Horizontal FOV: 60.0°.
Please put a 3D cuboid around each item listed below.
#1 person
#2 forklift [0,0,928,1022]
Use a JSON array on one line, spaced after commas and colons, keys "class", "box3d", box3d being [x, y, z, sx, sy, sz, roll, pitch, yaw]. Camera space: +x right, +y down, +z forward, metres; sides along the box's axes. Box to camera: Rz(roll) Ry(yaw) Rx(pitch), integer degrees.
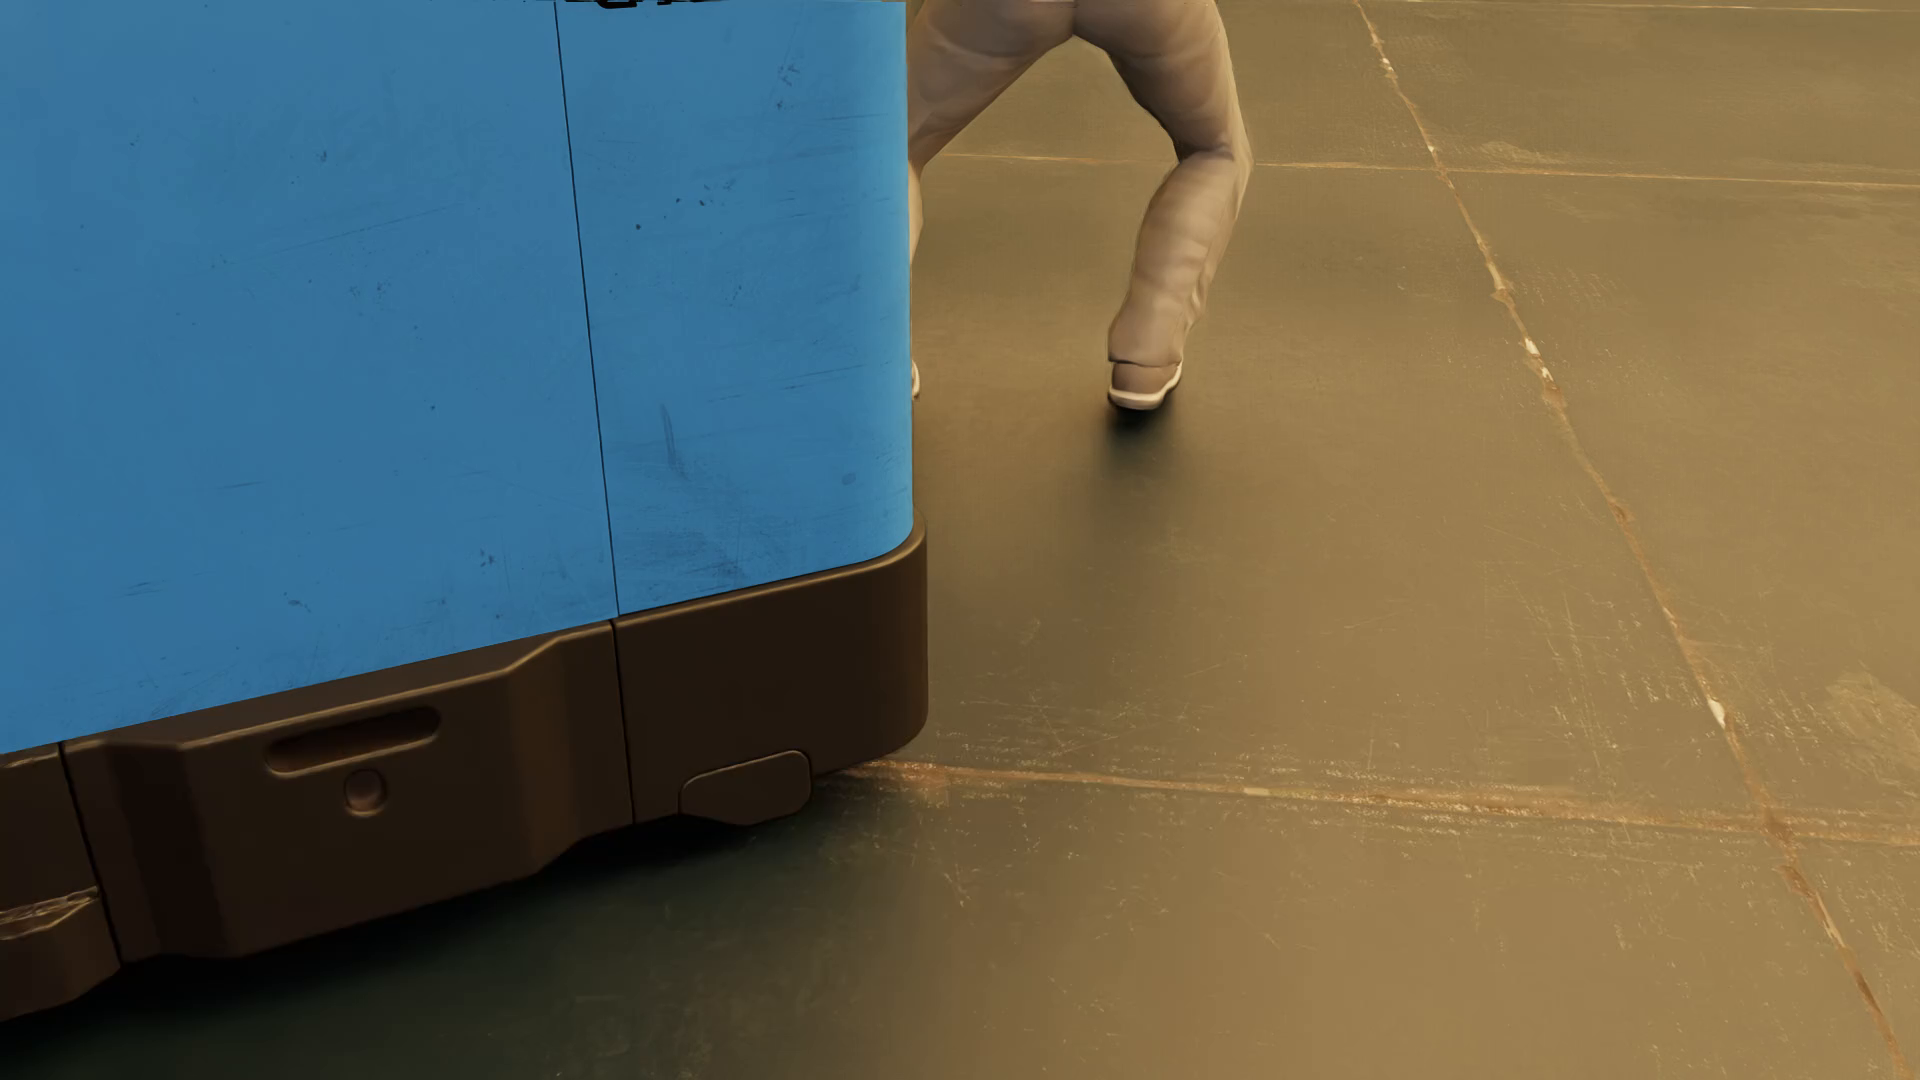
[{"class": "person", "box3d": [0.295, -0.909, 2.630, 1.015, 1.468, 0.725, 0, 27, 0]}, {"class": "forklift", "box3d": [-1.591, -0.932, 1.085, 3.031, 2.935, 1.130, -13, 29, -24]}]
